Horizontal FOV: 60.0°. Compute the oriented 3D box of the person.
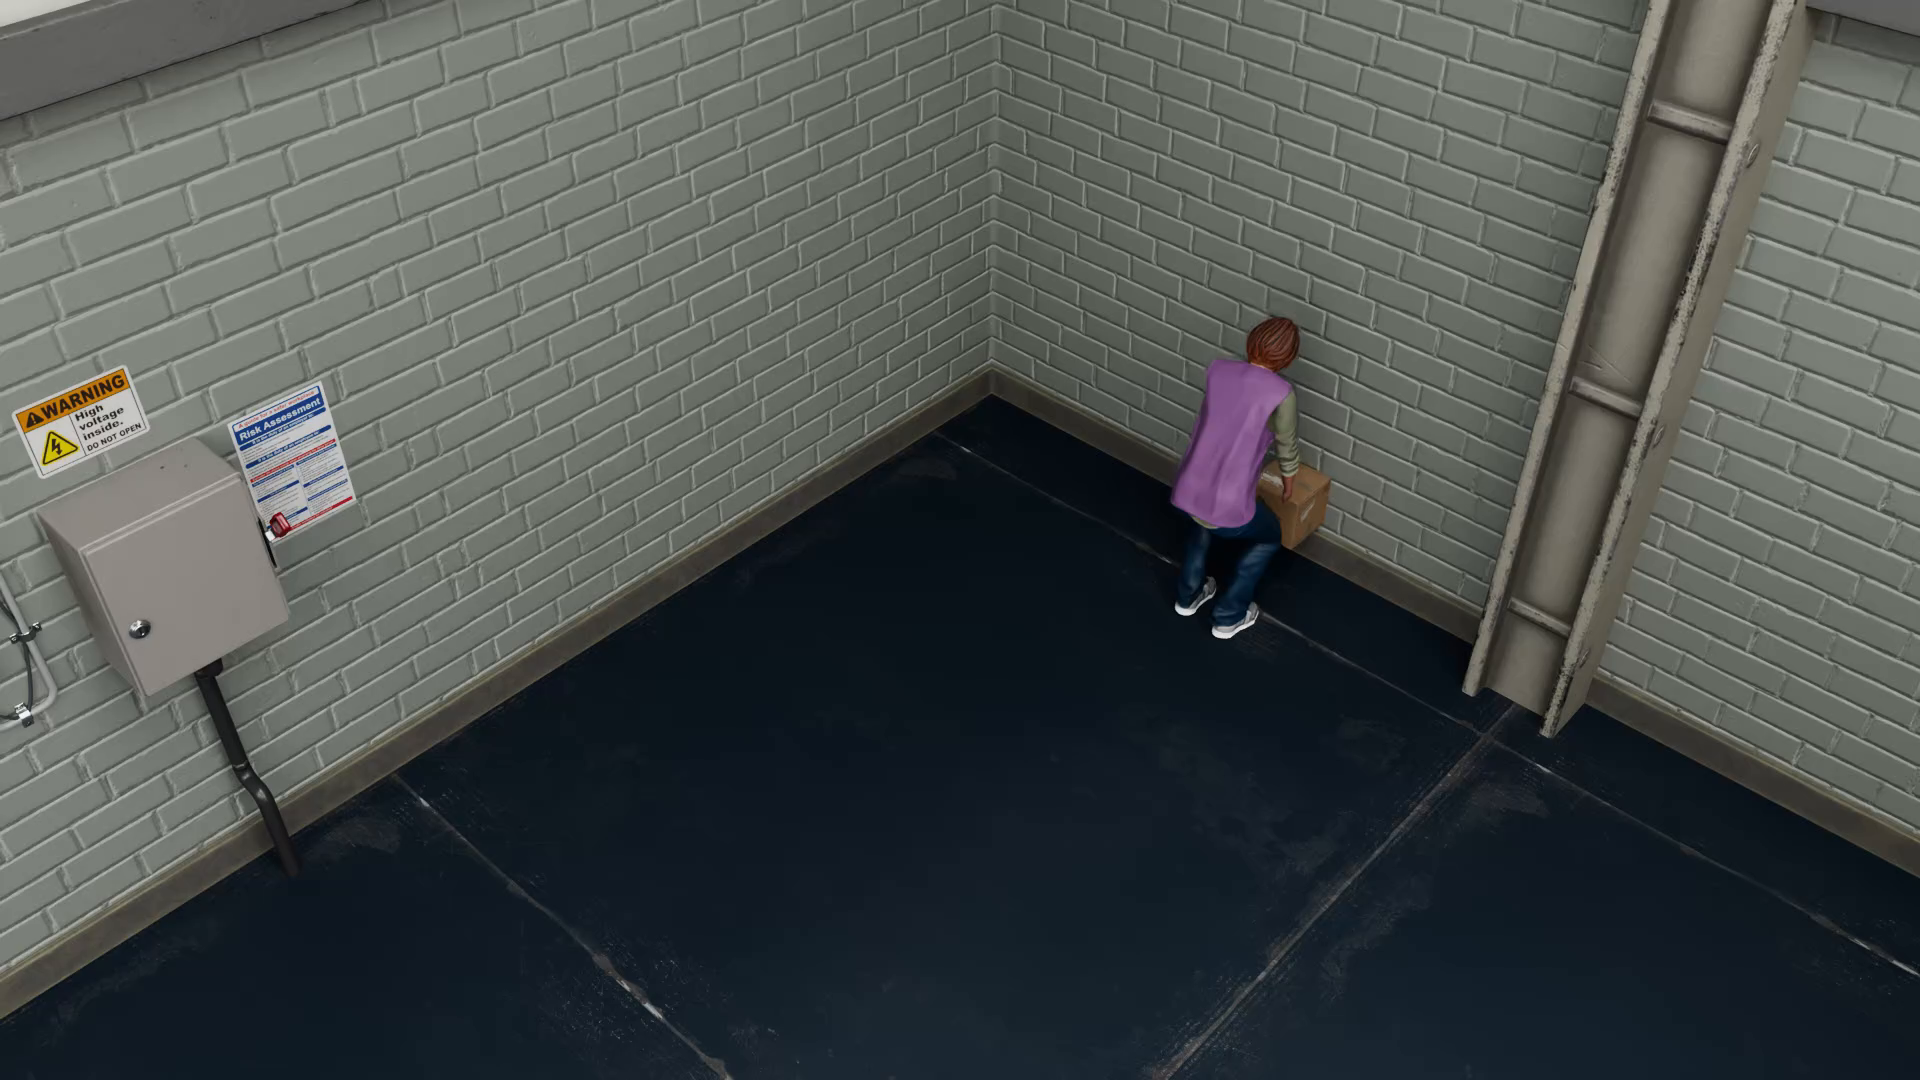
[{"bbox_3d":[1.081,-0.224,6.661,0.462,1.311,0.639,31,49,31],"label":"person"}]
